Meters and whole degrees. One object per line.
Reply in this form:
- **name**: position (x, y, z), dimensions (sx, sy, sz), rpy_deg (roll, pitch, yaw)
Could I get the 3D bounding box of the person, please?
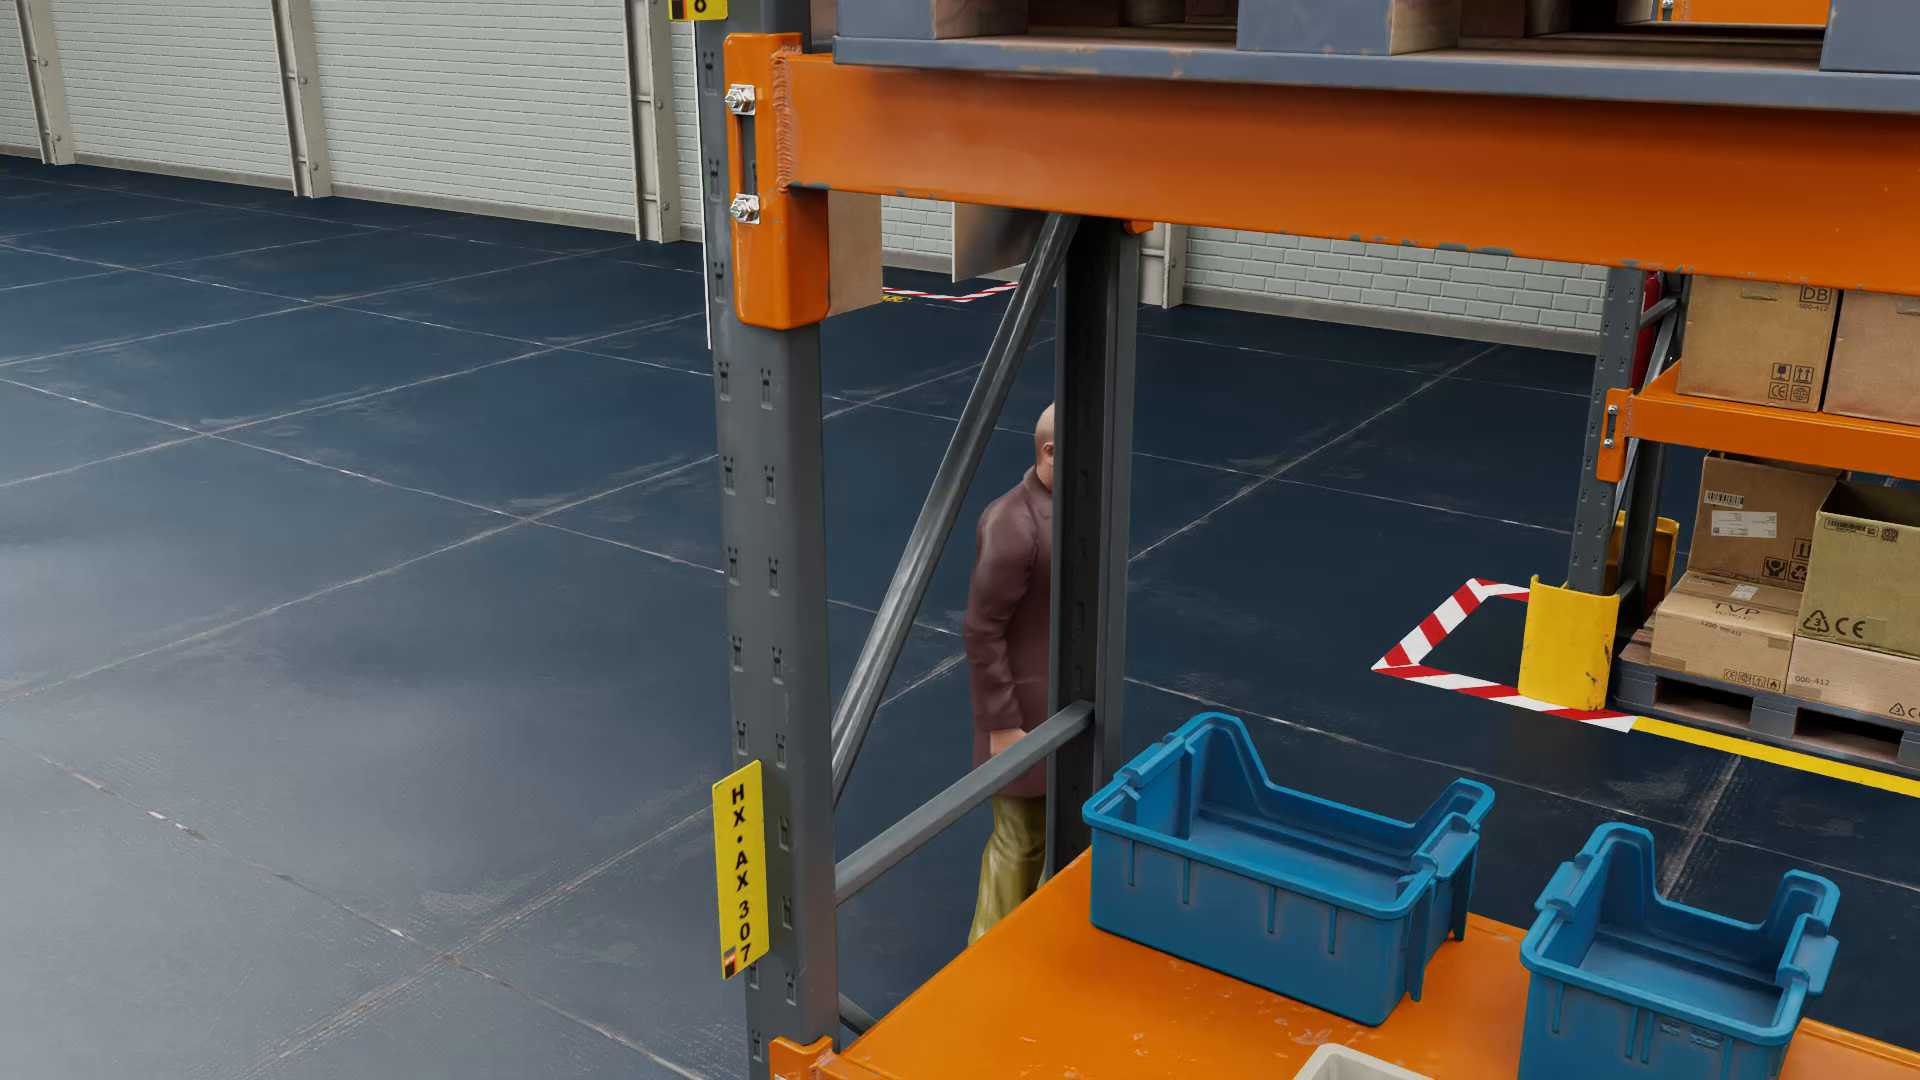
- **person**: position (0.245, 0.455, 4.810), dimensions (0.419, 1.774, 0.647), rpy_deg (13, 23, 32)
